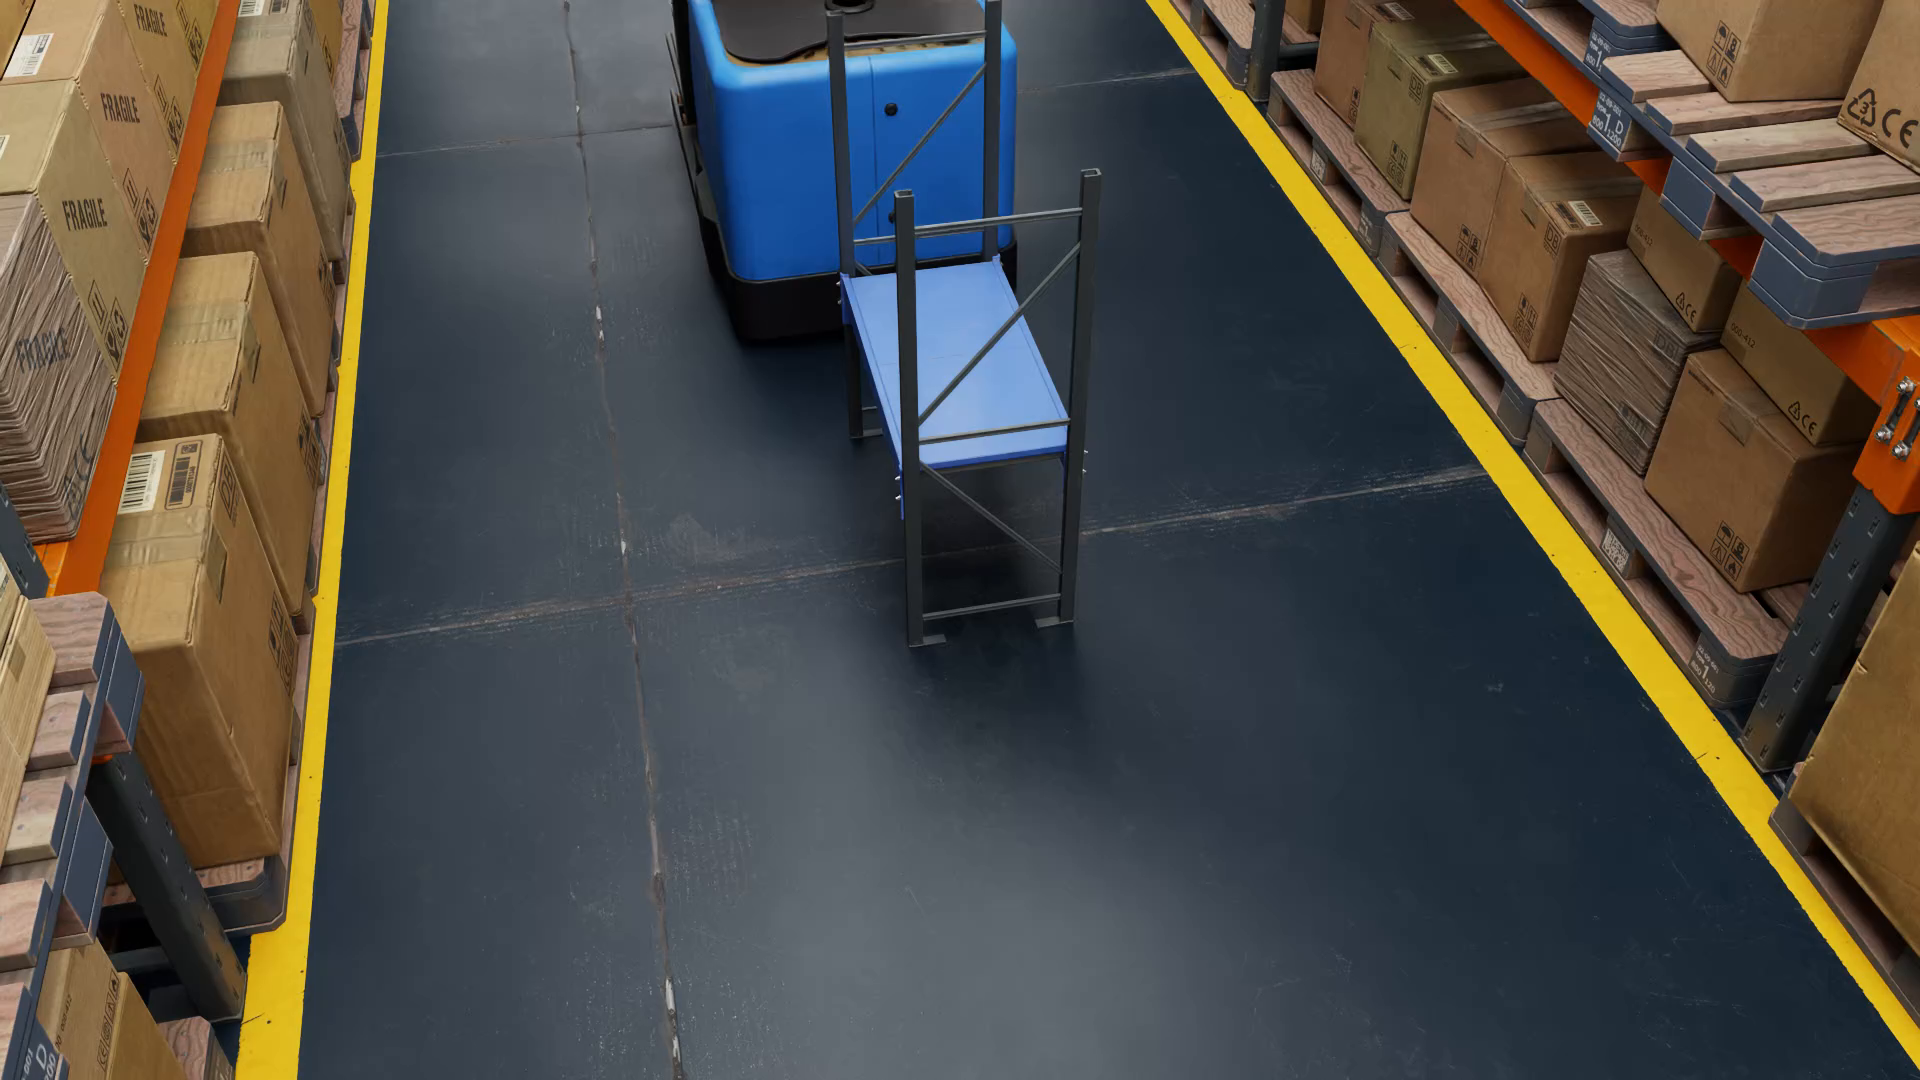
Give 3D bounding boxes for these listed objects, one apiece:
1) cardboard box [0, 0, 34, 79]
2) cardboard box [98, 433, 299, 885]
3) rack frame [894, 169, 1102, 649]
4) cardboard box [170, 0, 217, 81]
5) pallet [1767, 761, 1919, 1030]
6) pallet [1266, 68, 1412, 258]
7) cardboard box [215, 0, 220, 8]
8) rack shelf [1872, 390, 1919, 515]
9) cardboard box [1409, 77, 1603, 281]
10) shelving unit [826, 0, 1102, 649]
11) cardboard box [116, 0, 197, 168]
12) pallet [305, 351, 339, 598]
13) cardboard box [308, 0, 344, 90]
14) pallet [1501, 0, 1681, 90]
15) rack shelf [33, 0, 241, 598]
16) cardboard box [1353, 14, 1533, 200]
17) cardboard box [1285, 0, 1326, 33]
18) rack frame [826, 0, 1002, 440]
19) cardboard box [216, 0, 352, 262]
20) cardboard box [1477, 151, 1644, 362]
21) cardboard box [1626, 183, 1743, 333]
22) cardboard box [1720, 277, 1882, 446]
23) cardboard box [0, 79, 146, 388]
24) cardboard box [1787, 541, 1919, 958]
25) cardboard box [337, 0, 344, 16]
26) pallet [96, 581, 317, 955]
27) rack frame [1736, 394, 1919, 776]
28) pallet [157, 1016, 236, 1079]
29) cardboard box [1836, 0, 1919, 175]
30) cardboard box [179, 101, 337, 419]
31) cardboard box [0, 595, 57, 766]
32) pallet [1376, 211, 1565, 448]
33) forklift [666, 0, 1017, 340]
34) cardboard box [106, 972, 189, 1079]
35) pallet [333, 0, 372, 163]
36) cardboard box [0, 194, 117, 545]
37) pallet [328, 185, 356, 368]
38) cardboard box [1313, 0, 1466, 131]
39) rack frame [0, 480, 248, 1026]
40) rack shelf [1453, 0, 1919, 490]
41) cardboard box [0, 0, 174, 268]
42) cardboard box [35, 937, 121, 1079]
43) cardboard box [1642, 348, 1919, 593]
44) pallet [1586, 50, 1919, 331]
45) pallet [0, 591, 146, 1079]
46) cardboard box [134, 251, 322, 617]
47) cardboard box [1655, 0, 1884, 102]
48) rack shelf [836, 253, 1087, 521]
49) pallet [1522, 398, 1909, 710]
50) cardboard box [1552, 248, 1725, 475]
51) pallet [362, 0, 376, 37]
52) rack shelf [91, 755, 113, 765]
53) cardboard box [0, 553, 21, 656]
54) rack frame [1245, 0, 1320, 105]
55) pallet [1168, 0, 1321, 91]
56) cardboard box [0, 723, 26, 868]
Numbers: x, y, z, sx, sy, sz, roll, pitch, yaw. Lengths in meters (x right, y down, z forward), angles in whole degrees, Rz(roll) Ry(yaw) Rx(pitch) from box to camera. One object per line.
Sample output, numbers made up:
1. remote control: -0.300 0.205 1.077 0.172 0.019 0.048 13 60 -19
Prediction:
1. cardboard box: -2.520 -1.310 3.637 0.700 0.500 0.500 -9 42 -10
2. cardboard box: -2.253 0.331 3.996 1.050 0.750 0.750 -9 42 -10
3. rack frame: 0.091 -0.287 4.443 0.500 1.500 0.032 -8 42 -9
4. cardboard box: -2.481 -1.621 4.741 0.500 0.500 0.500 -8 42 -9
5. pallet: 2.752 0.974 3.994 1.003 0.211 1.213 -8 42 -9
6. pallet: 1.962 -1.637 6.935 1.003 0.211 1.213 -8 42 -9
7. cardboard box: -2.590 -1.949 5.110 0.500 0.500 0.500 -9 42 -10
8. rack shelf: 3.087 0.974 2.435 1.077 0.370 4.000 -8 42 -9
9. cardboard box: 2.110 -1.338 6.049 0.700 0.500 0.500 -12 43 -13
10. shelving unit: -0.018 -0.616 4.814 0.538 1.500 1.048 -8 42 -9
11. cardboard box: -2.369 -1.292 4.371 0.500 0.500 0.500 -9 42 -10
12. pallet: -2.566 -0.214 5.332 1.003 0.211 1.213 -8 42 -9
13. cardboard box: -3.140 -2.319 6.887 0.875 0.875 0.875 -8 42 -9
14. pallet: 2.188 -1.797 5.159 1.003 0.211 1.213 -8 42 -9
15. rack shelf: -2.641 -0.973 4.629 1.077 0.370 4.000 -8 42 -9
16. cardboard box: 1.988 -1.701 6.458 0.700 0.500 0.500 -9 42 -10
17. cardboard box: 1.745 -2.671 7.566 0.500 0.500 0.500 -10 42 -11
18. rack frame: -0.128 -0.946 5.186 0.500 1.500 0.032 -8 42 -9
19. cardboard box: -2.851 -1.465 6.019 1.050 0.750 0.750 -9 42 -10
20. cardboard box: 2.230 -0.977 5.642 0.700 0.500 0.500 -5 42 -6
21. cardboard box: 2.357 -0.874 4.961 0.500 0.250 0.500 -4 42 -4
22. cardboard box: 2.482 -0.531 4.576 0.500 0.250 0.500 -7 42 -8
23. cardboard box: -2.155 -0.642 3.639 0.500 0.500 0.500 -9 42 -10
24. cardboard box: 2.784 0.497 3.715 1.225 0.875 0.875 -10 43 -11
25. cardboard box: -3.338 -2.903 7.545 0.875 0.875 0.875 -8 42 -9
26. pallet: -2.306 0.575 4.443 1.003 0.211 1.213 -8 42 -9
27. rack frame: 2.656 -0.591 3.656 1.000 3.000 0.127 -8 42 -9
28. pallet: -2.042 1.604 3.284 1.003 0.211 1.213 -8 42 -9
29. cardboard box: 2.500 -1.130 3.872 0.500 0.500 0.500 -13 43 -15
30. cardboard box: -2.646 -0.839 5.314 1.050 0.750 0.750 -8 42 -9
31. cardboard box: -1.654 0.245 2.588 0.380 0.149 0.250 -8 42 -9
32. pallet: 2.229 -0.844 6.042 1.003 0.211 1.213 -8 42 -9
33. forklift: -0.634 -2.802 6.199 1.130 2.935 3.031 -9 42 -10
34. cardboard box: -1.812 1.221 3.182 0.500 0.500 0.500 -9 42 -9
35. pallet: -3.160 -2.000 7.344 1.003 0.211 1.213 -8 42 -9
36. cardboard box: -2.042 -0.313 3.268 0.500 0.500 0.500 -8 42 -9
37. pallet: -2.832 -1.007 6.225 1.003 0.211 1.213 -8 42 -9
38. cardboard box: 1.904 -2.013 6.809 0.700 0.500 0.500 -11 43 -13
39. rack frame: -2.209 0.054 2.930 1.000 3.000 0.127 -8 42 -9
40. rack shelf: 2.224 -1.619 5.356 1.077 0.370 4.000 -8 42 -9
41. cardboard box: -2.263 -0.969 4.007 0.500 0.500 0.500 -8 42 -9
42. cardboard box: -1.806 0.957 2.914 0.500 0.250 0.500 -9 42 -10
43. cardboard box: 2.492 -0.252 4.826 0.700 0.500 0.500 -10 43 -12
44. pallet: 2.398 -0.966 4.223 1.213 0.211 1.003 -8 42 -9
45. pallet: -1.951 0.572 2.490 1.213 0.211 1.003 -8 42 -9
46. cardboard box: -2.445 -0.235 4.634 1.050 0.750 0.750 -8 42 -9
47. cardboard box: 2.282 -1.477 4.263 0.700 0.500 0.500 -3 42 -3
48. rack shelf: -0.018 -0.482 4.934 0.538 0.185 1.000 -8 42 -9
49. pallet: 2.489 -0.055 5.153 1.003 0.211 1.213 -8 42 -9
50. cardboard box: 2.359 -0.610 5.229 0.700 0.500 0.500 -12 43 -13
51. pallet: -3.427 -2.792 8.237 1.003 0.211 1.213 -8 42 -9
52. rack shelf: -1.777 1.619 1.708 1.077 0.370 4.000 -8 42 -9
53. cardboard box: -1.658 0.135 2.488 0.380 0.149 0.250 -8 42 -8
54. rack frame: 1.792 -3.184 6.577 1.000 3.000 0.127 -8 42 -9
55. pallet: 1.613 -2.571 7.988 1.003 0.211 1.213 -8 42 -9
56. cardboard box: -1.602 0.406 2.406 0.380 0.149 0.250 -8 42 -9
